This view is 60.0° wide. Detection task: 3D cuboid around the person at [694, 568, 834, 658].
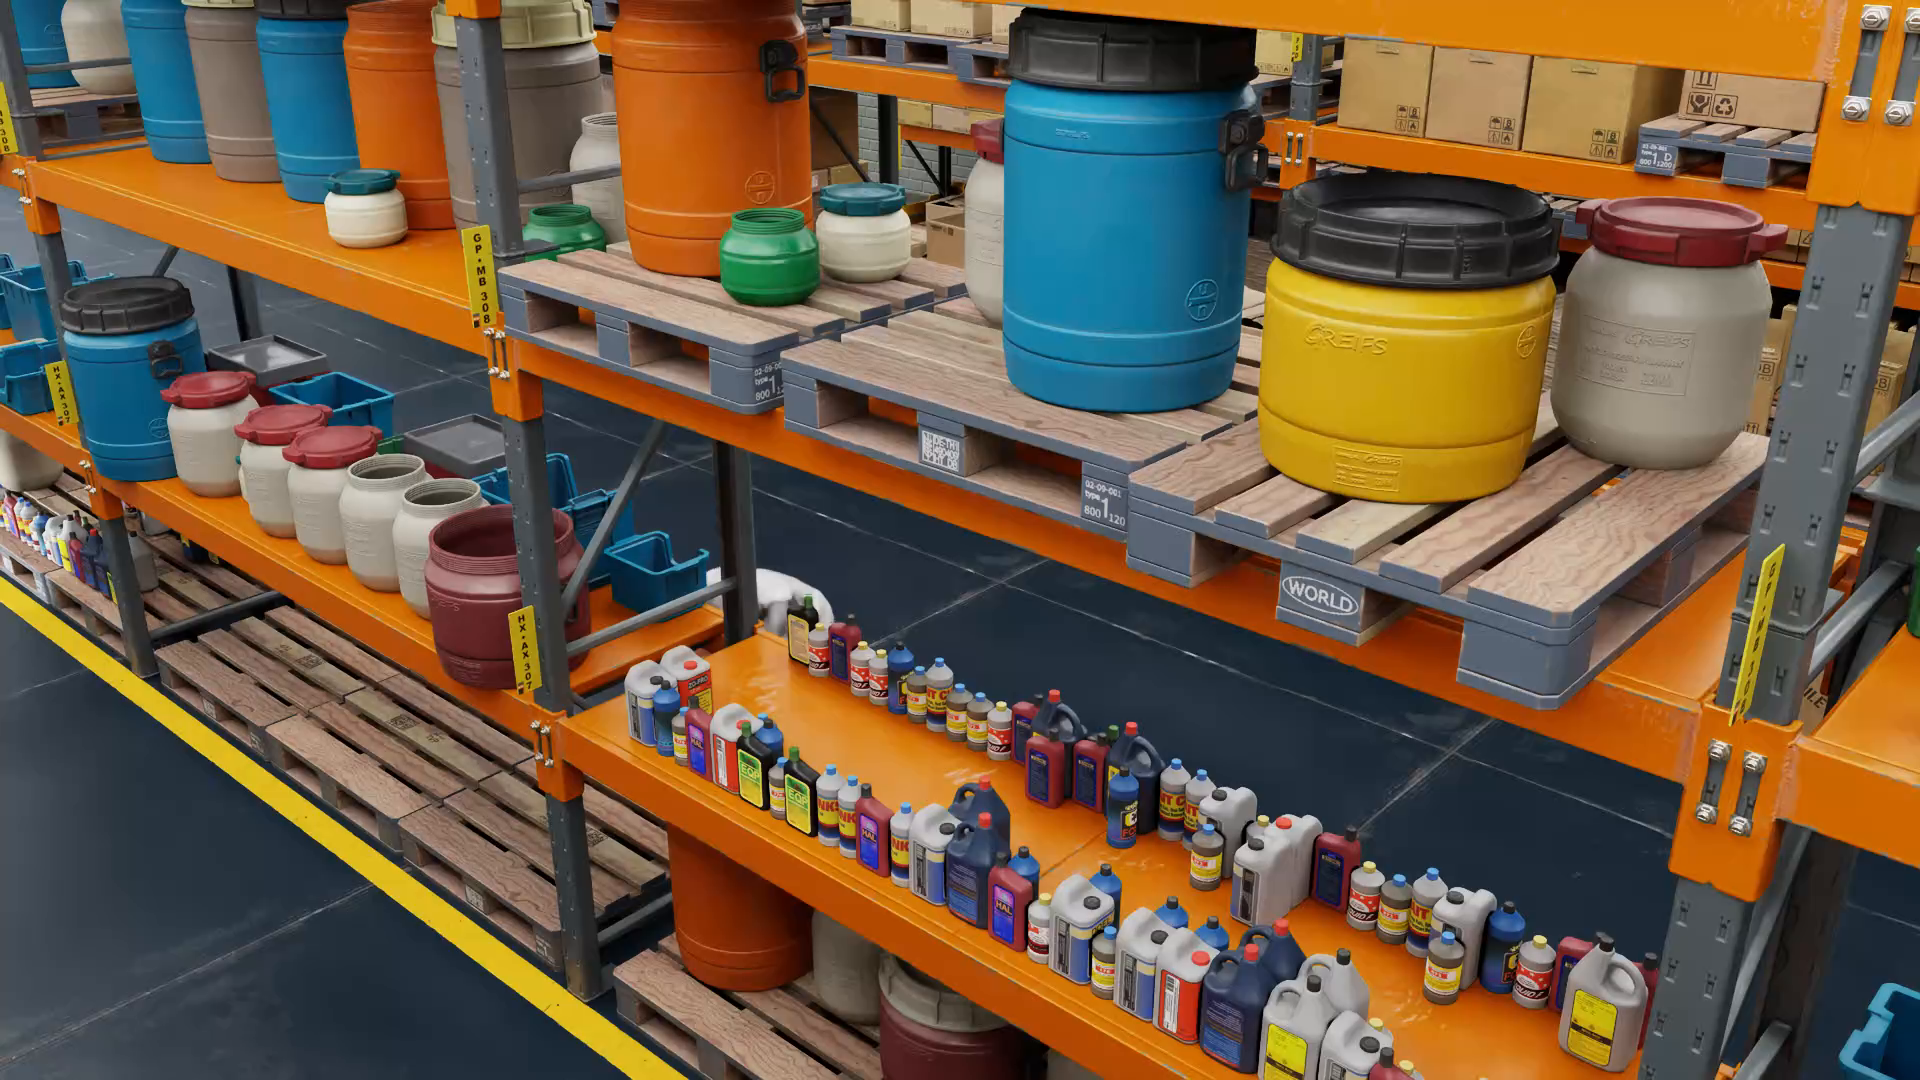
[{"bbox_3d":[-1.024,0.503,8.420,0.542,0.997,0.896,19,30,37],"label":"person"}]
